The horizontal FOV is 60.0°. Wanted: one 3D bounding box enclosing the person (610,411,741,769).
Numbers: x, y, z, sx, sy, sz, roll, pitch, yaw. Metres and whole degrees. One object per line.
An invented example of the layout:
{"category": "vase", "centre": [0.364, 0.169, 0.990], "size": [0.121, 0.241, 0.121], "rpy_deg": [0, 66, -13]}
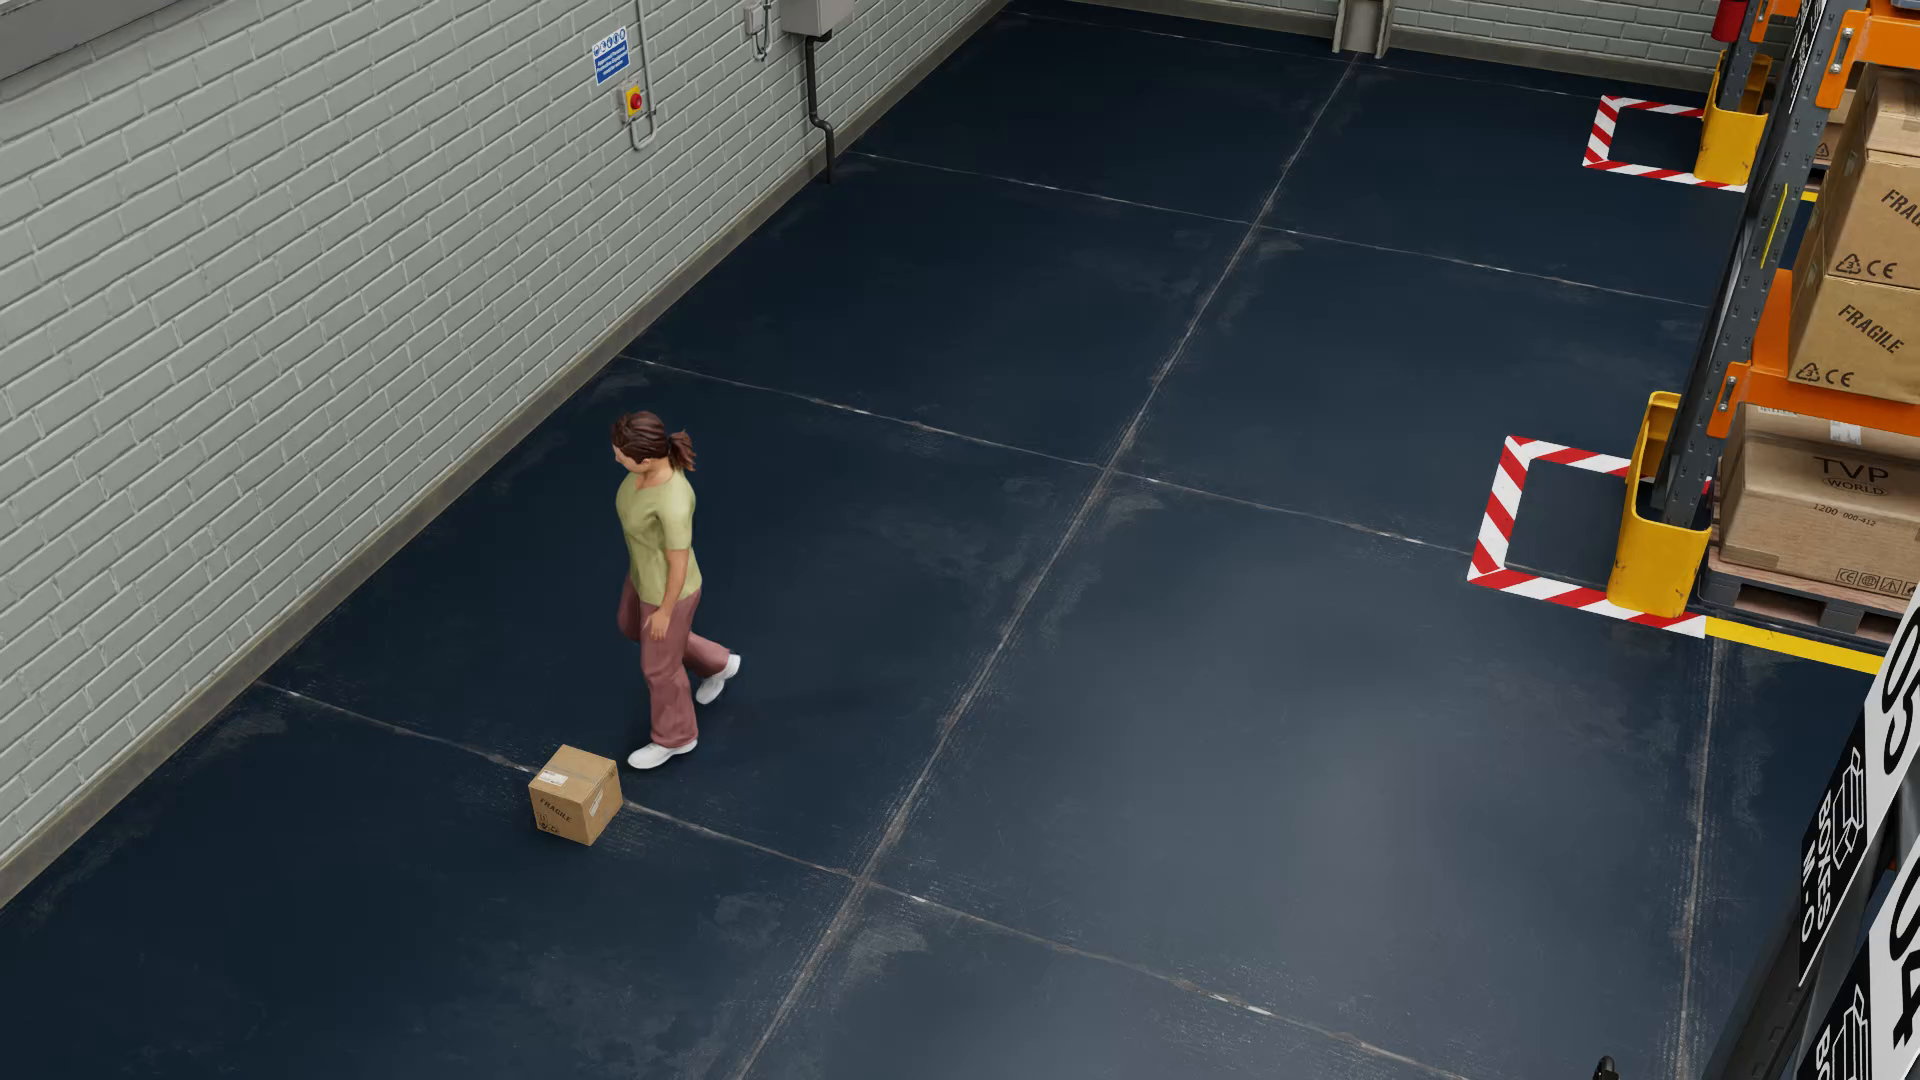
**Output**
{"category": "person", "centre": [-1.162, 0.160, 6.584], "size": [0.562, 1.665, 0.504], "rpy_deg": [-14, 40, -17]}
